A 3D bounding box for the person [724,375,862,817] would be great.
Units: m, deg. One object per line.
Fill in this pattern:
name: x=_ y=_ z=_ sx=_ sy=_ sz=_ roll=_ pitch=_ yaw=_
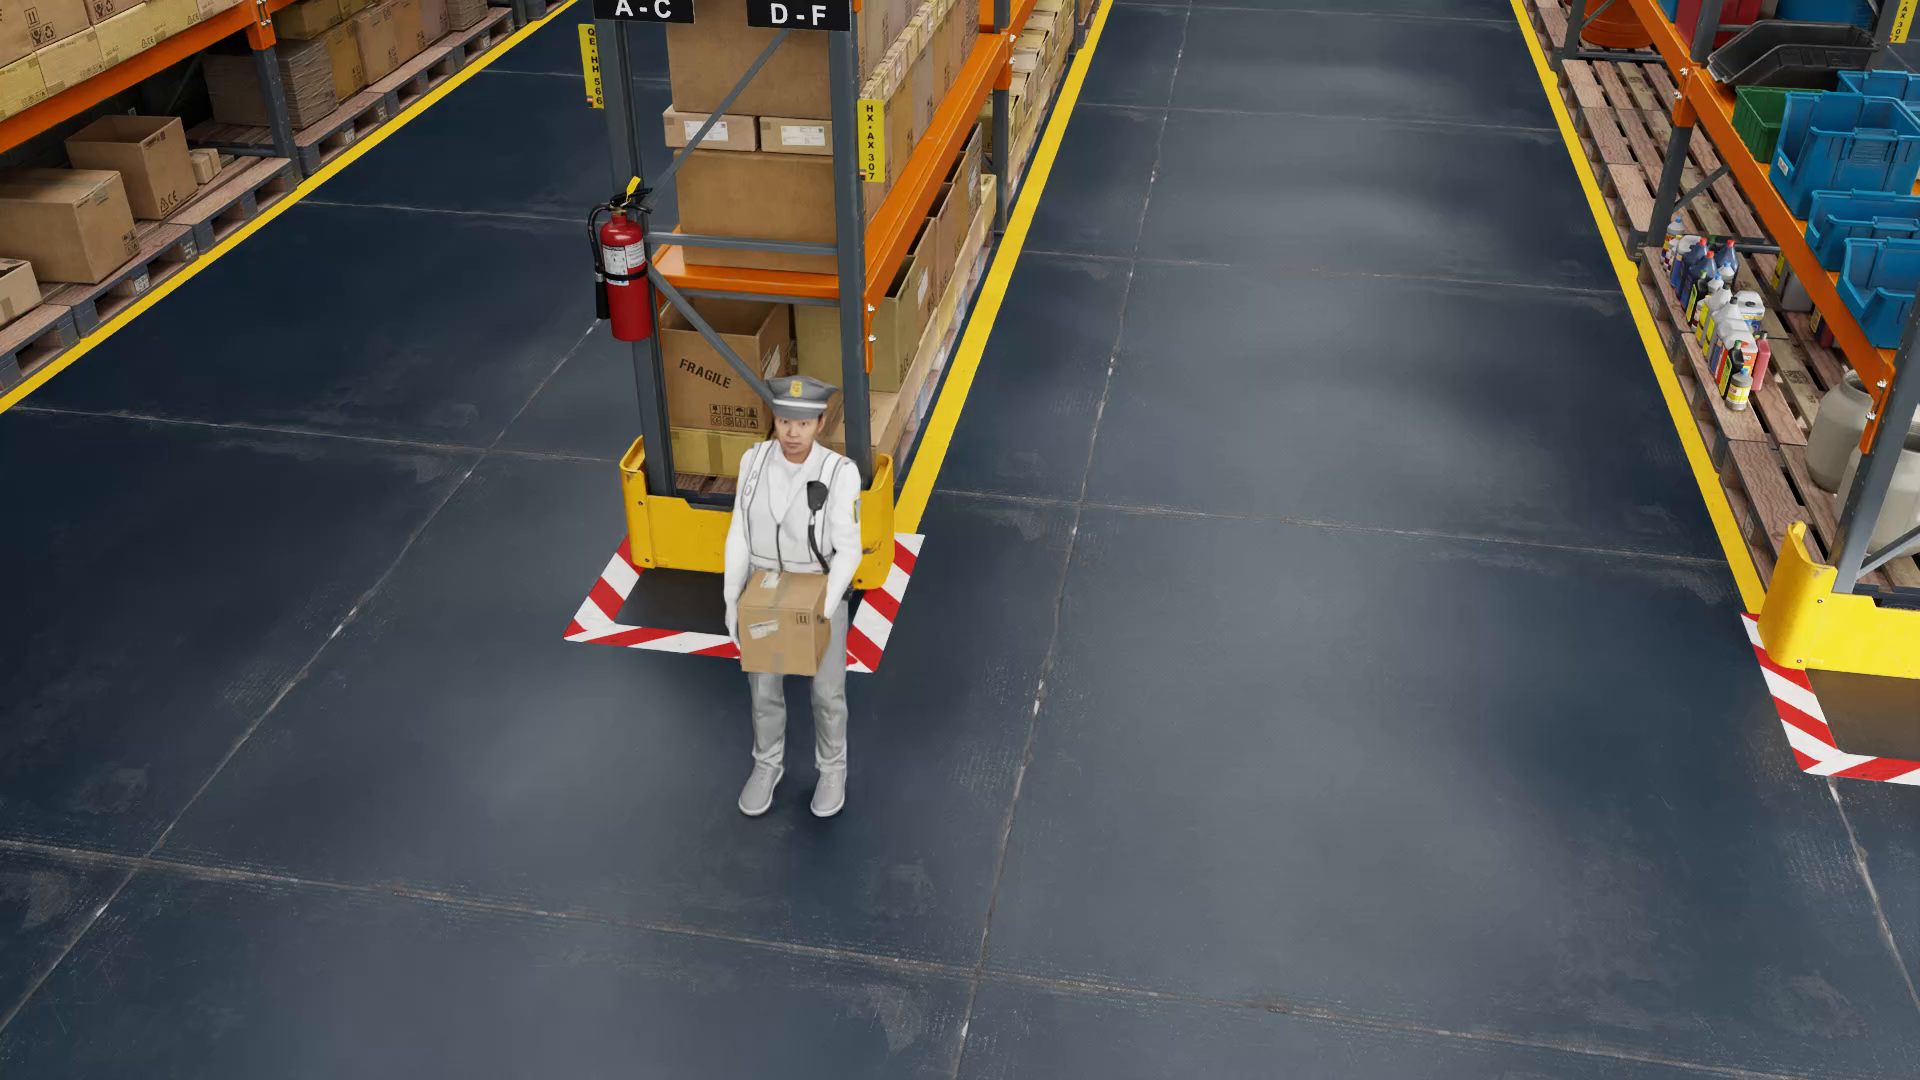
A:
person: x=-0.567 y=0.228 z=5.746 sx=0.471 sy=1.700 sz=0.543 roll=8 pitch=33 yaw=12
